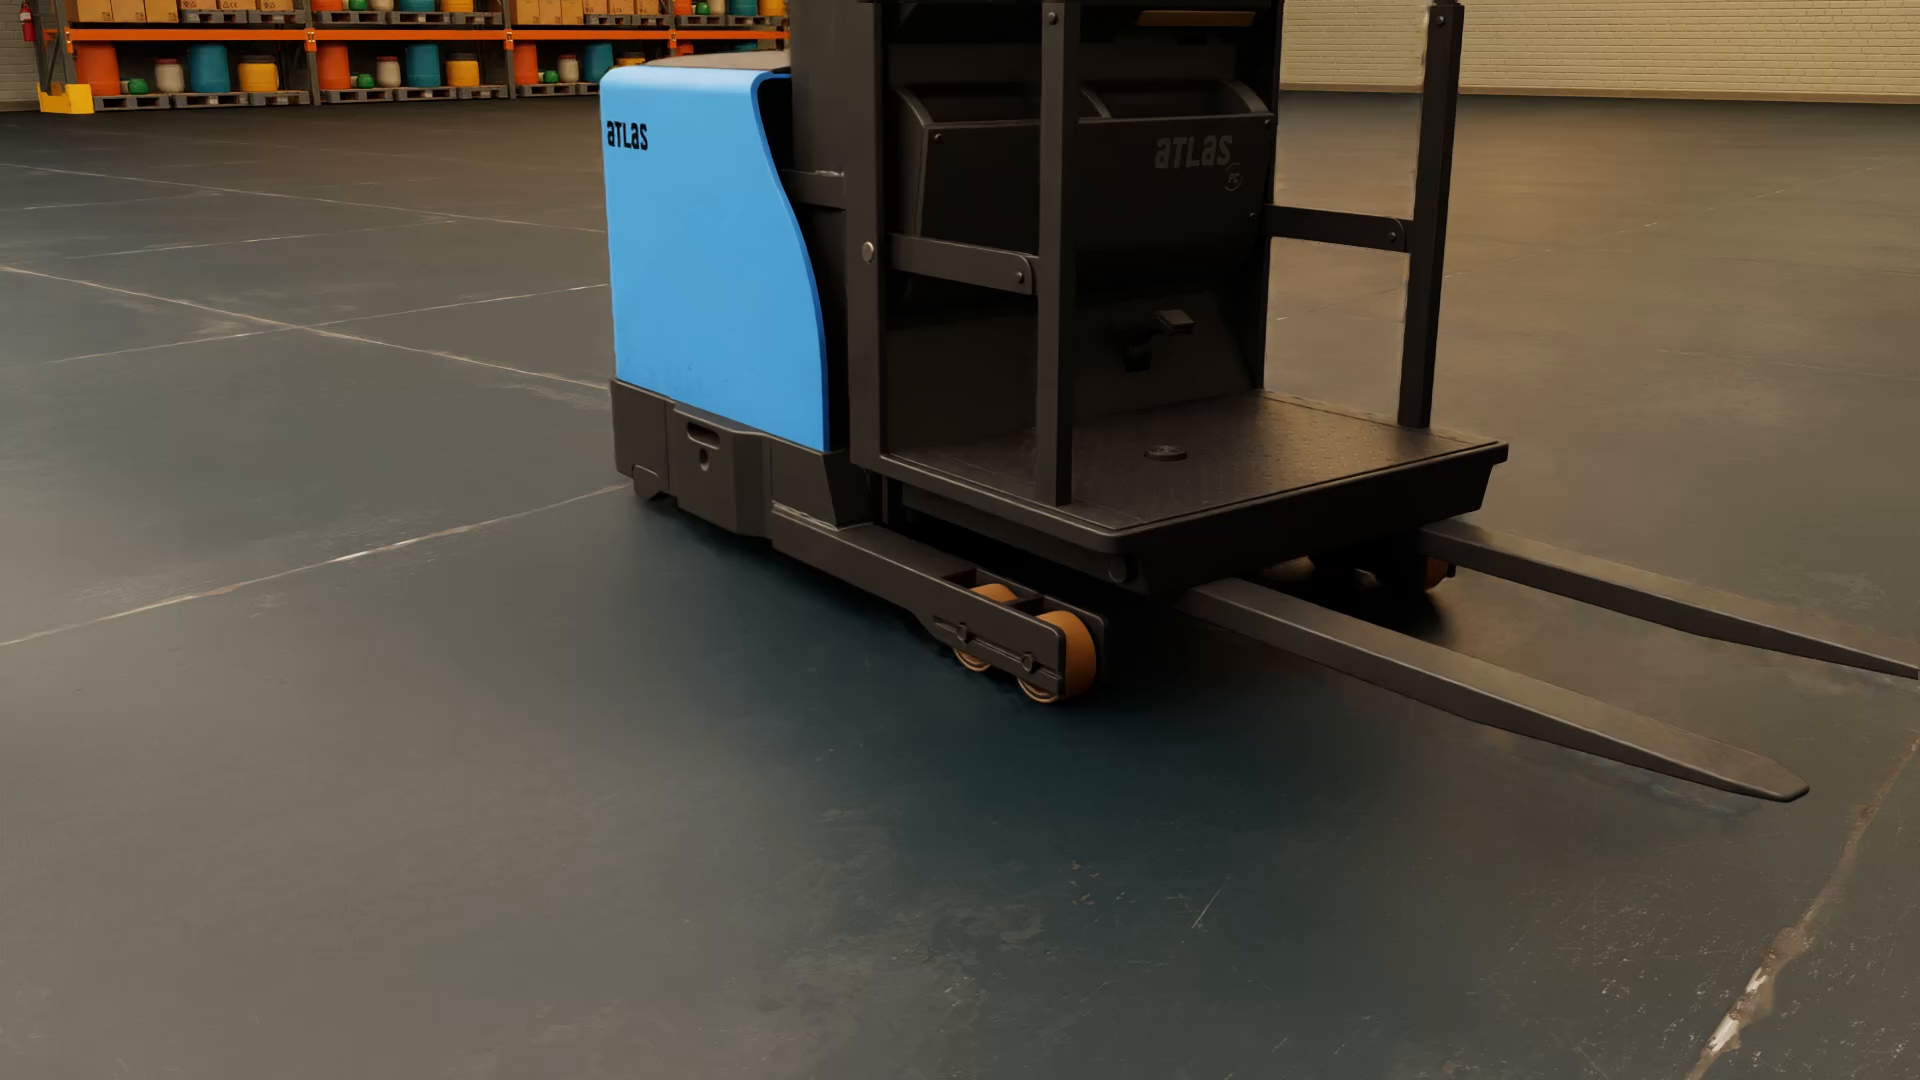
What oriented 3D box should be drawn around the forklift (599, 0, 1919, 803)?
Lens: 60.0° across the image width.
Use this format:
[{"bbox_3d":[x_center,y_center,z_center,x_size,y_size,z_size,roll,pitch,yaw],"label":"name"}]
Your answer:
[{"bbox_3d":[0.396,-1.271,3.083,1.130,2.935,3.031,-12,21,-35],"label":"forklift"}]
